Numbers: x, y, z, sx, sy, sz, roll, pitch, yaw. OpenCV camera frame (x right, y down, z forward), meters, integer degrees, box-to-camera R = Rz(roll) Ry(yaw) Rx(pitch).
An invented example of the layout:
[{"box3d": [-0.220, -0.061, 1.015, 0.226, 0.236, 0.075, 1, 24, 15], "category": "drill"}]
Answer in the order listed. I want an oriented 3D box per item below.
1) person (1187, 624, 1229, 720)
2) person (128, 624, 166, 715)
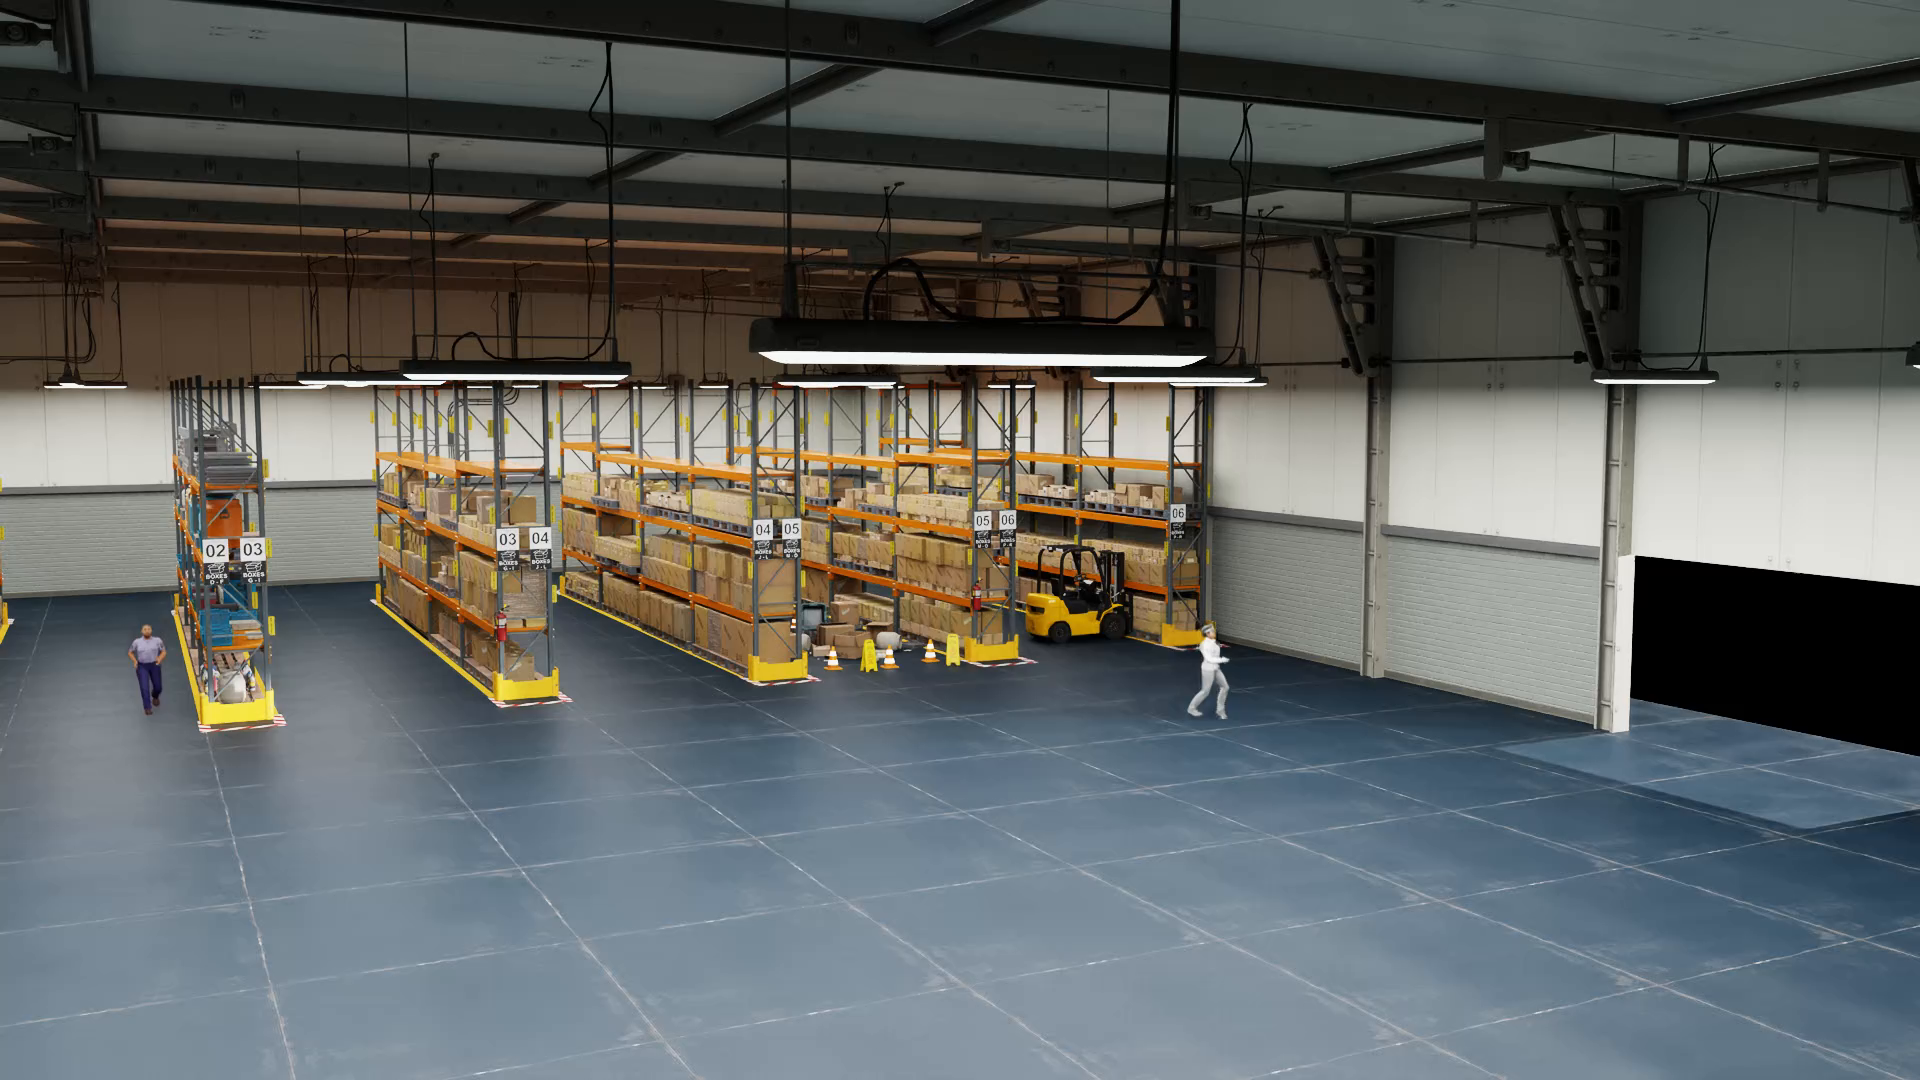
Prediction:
[{"box3d": [4.370, 2.311, 29.148, 0.739, 1.730, 0.619, 2, 6, 24], "category": "person"}, {"box3d": [-14.482, 2.290, 29.651, 0.611, 1.597, 0.652, -3, 6, -29], "category": "person"}]
